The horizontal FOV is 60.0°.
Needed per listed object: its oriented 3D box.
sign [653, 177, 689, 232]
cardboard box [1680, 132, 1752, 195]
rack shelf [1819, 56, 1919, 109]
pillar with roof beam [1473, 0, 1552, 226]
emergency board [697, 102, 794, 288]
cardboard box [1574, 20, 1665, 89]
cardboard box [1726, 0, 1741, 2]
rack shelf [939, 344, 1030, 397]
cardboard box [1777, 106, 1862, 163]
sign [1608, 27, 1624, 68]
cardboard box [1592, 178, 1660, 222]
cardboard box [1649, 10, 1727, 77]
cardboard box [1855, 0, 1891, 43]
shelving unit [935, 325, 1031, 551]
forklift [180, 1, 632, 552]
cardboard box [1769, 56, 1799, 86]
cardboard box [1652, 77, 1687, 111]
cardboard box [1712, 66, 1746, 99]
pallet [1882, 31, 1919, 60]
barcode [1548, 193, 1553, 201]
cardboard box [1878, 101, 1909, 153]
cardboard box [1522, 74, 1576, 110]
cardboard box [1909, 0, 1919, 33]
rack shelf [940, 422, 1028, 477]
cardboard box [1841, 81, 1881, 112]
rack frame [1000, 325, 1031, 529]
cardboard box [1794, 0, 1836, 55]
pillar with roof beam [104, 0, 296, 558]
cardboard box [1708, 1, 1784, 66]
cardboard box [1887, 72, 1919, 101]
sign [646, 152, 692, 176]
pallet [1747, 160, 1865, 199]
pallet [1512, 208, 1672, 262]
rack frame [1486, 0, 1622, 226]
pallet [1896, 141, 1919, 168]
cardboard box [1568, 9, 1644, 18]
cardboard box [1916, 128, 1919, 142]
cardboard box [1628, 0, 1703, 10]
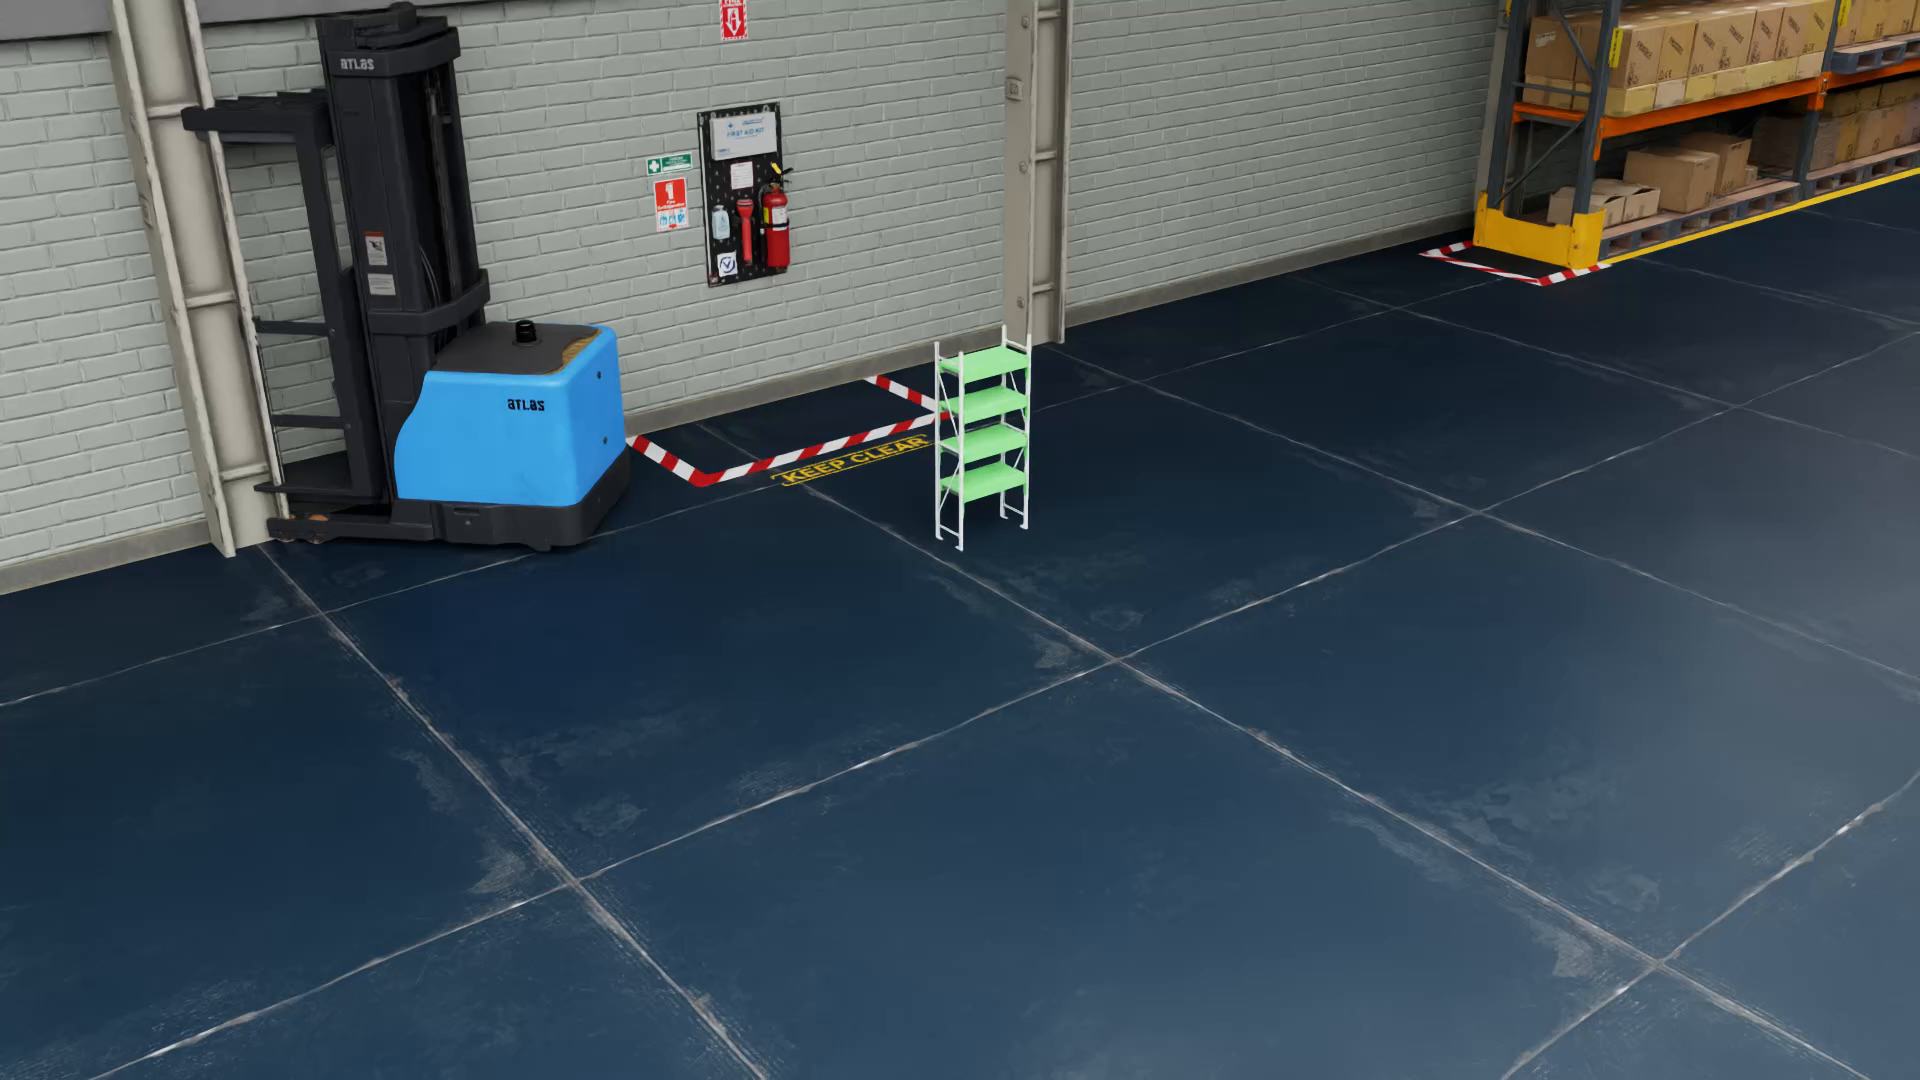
[{"bbox_3d":[-1.889,-2.196,10.875,0.234,0.329,0.001,-18,31,-34],"label":"sign"},{"bbox_3d":[7.638,-3.830,16.887,0.500,0.500,0.500,-21,32,-38],"label":"cardboard box"},{"bbox_3d":[10.004,-5.241,18.334,4.000,0.370,1.077,-18,31,-34],"label":"rack shelf"},{"bbox_3d":[7.956,-5.772,11.497,0.400,9.000,9.100,-18,31,-34],"label":"pillar with roof beam"},{"bbox_3d":[-1.390,-2.289,11.119,0.643,1.169,0.194,-18,31,-34],"label":"emergency board"},{"bbox_3d":[5.844,-4.314,14.746,0.500,0.500,0.500,-18,31,-34],"label":"cardboard box"},{"bbox_3d":[7.522,-5.143,16.531,0.500,0.500,0.500,-18,31,-34],"label":"cardboard box"},{"bbox_3d":[0.130,-0.965,9.415,0.480,0.148,0.258,-18,31,-34],"label":"rack shelf"},{"bbox_3d":[9.375,-4.461,18.245,0.500,0.500,0.700,-19,31,-35],"label":"cardboard box"},{"bbox_3d":[5.617,-4.221,14.254,0.005,0.325,0.100,-18,31,-34],"label":"sign"},{"bbox_3d":[6.331,-3.286,15.939,0.500,0.311,0.500,-15,29,-30],"label":"cardboard box"},{"bbox_3d":[6.649,-4.571,15.300,0.500,0.500,0.500,-19,31,-36],"label":"cardboard box"},{"bbox_3d":[9.296,-5.556,17.517,0.500,0.500,0.700,-15,29,-29],"label":"cardboard box"},{"bbox_3d":[0.130,-0.587,9.590,0.503,1.200,0.258,-18,31,-34],"label":"shelving unit"},{"bbox_3d":[-3.601,-1.524,9.552,3.031,2.935,1.130,3,25,7],"label":"forklift"},{"bbox_3d":[7.847,-4.638,16.336,0.500,0.250,0.500,-18,30,-34],"label":"cardboard box"},{"bbox_3d":[6.262,-4.111,15.199,0.500,0.250,0.500,-19,31,-36],"label":"cardboard box"},{"bbox_3d":[7.066,-4.372,15.761,0.500,0.250,0.500,-18,30,-34],"label":"cardboard box"},{"bbox_3d":[10.045,-5.472,18.205,1.213,0.211,1.003,-18,31,-34],"label":"pallet"},{"bbox_3d":[5.650,-3.280,15.914,0.075,0.075,0.001,-18,31,-34],"label":"barcode"},{"bbox_3d":[10.193,-4.714,18.791,0.500,0.500,0.700,-18,31,-34],"label":"cardboard box"},{"bbox_3d":[5.531,-4.135,15.251,0.500,0.250,0.500,-18,30,-33],"label":"cardboard box"},{"bbox_3d":[10.247,-5.875,18.205,0.500,0.500,0.700,-18,31,-34],"label":"cardboard box"},{"bbox_3d":[0.130,-0.529,9.617,0.480,0.148,0.258,-18,31,-34],"label":"rack shelf"},{"bbox_3d":[9.751,-4.902,18.305,0.500,0.250,0.500,-19,31,-35],"label":"cardboard box"},{"bbox_3d":[0.322,-0.651,9.727,0.015,1.200,0.240,-18,31,-34],"label":"rack frame"},{"bbox_3d":[8.249,-5.103,16.447,0.500,0.500,0.500,-18,31,-34],"label":"cardboard box"},{"bbox_3d":[-1.487,-2.655,4.781,0.400,9.000,9.100,-18,31,-34],"label":"pillar with roof beam"},{"bbox_3d":[7.457,-4.845,15.889,0.500,0.500,0.500,-19,31,-35],"label":"cardboard box"},{"bbox_3d":[10.556,-5.161,18.863,0.500,0.250,0.500,-18,30,-33],"label":"cardboard box"},{"bbox_3d":[-1.880,-2.434,10.760,0.331,0.109,0.001,-18,31,-34],"label":"sign"},{"bbox_3d":[9.042,-3.985,18.087,1.213,0.211,1.003,-18,31,-34],"label":"pallet"},{"bbox_3d":[6.003,-2.963,15.883,1.213,0.211,1.003,-18,31,-34],"label":"pallet"},{"bbox_3d":[5.282,-4.008,14.824,0.127,3.000,1.000,-18,31,-34],"label":"rack frame"},{"bbox_3d":[10.962,-4.619,19.452,1.213,0.211,1.003,-18,31,-34],"label":"pallet"},{"bbox_3d":[5.924,-4.610,15.384,0.500,0.500,0.500,-18,30,-33],"label":"cardboard box"},{"bbox_3d":[11.043,-4.948,19.295,0.500,0.500,0.700,-18,30,-33],"label":"cardboard box"},{"bbox_3d":[6.725,-4.877,15.958,0.500,0.500,0.500,-18,30,-33],"label":"cardboard box"}]
